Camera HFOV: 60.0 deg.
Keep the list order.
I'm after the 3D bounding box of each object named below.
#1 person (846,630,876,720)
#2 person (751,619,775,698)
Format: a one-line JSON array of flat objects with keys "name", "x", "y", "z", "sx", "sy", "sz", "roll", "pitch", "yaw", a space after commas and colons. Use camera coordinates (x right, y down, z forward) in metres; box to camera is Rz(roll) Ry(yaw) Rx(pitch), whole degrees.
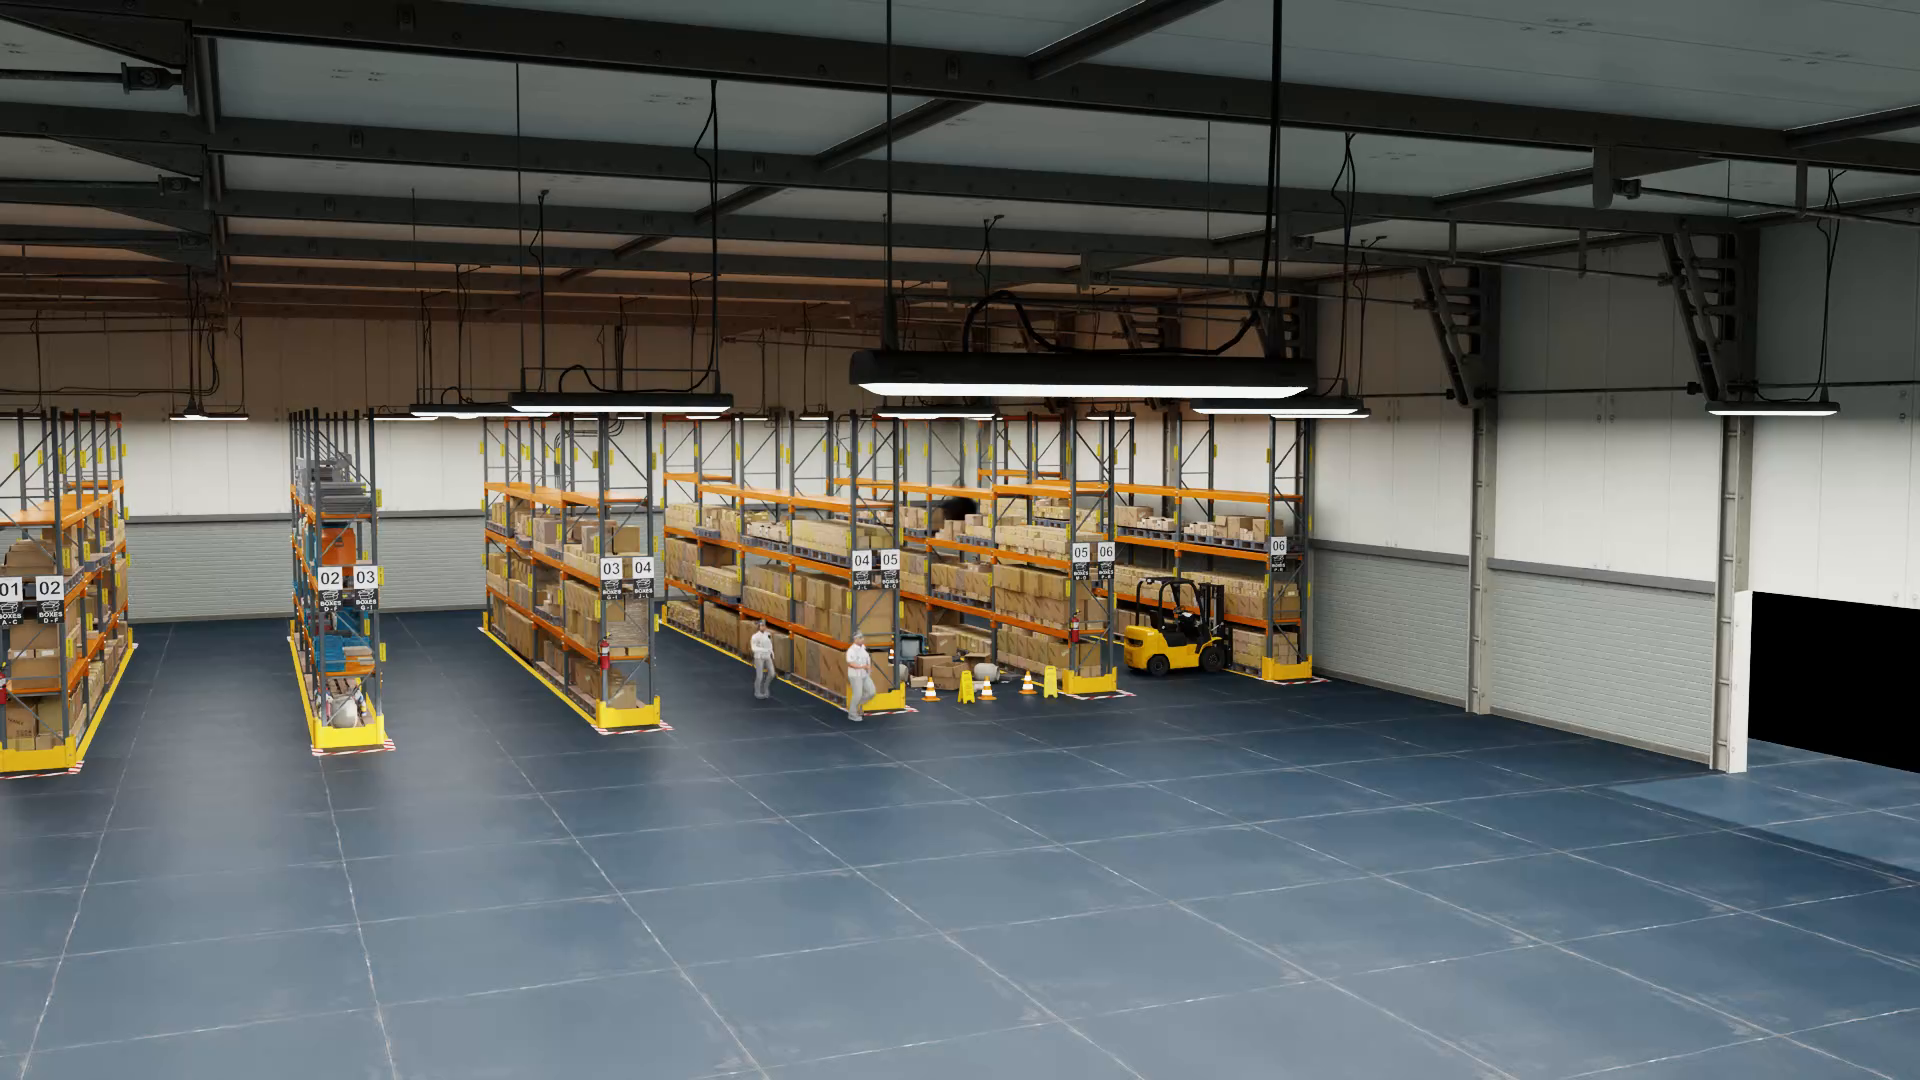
[{"name": "person", "x": -1.891, "y": 2.603, "z": 32.023, "sx": 0.607, "sy": 1.743, "sz": 0.651, "roll": 3, "pitch": 5, "yaw": 35}, {"name": "person", "x": -4.059, "y": 2.459, "z": 34.488, "sx": 0.587, "sy": 1.661, "sz": 0.631, "roll": -3, "pitch": 5, "yaw": -34}]
